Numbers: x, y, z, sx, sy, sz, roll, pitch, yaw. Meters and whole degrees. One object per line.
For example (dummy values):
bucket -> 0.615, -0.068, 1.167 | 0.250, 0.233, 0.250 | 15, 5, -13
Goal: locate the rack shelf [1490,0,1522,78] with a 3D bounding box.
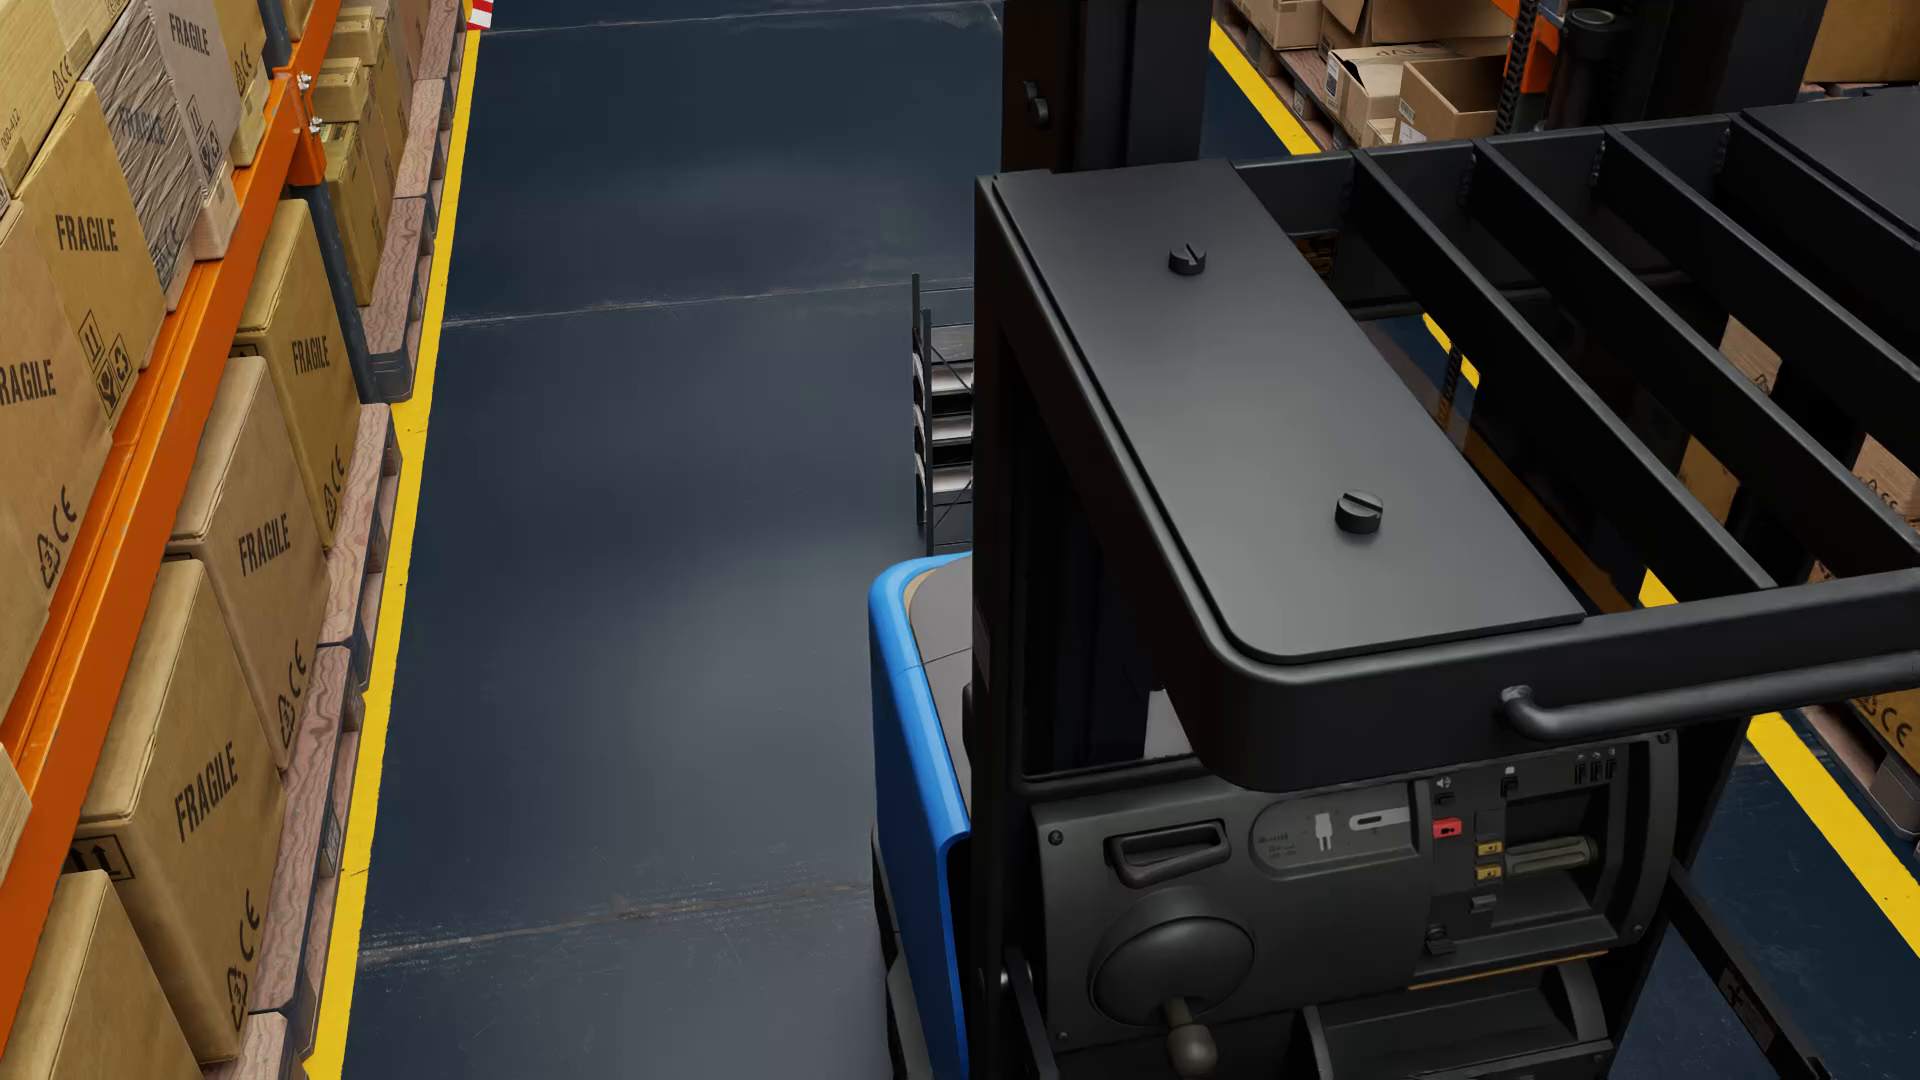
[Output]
rack shelf -> 2.048, -2.973, 7.218 | 1.077, 0.370, 4.000 | -6, 38, -8

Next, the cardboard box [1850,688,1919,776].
cardboard box -> 2.614, 0.328, 4.061 | 0.500, 0.500, 0.500 | -8, 38, -10

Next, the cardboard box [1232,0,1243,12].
cardboard box -> 1.601, -2.892, 8.410 | 0.500, 0.250, 0.500 | -6, 38, -8

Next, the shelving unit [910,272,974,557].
shelving unit -> -0.001, -0.360, 4.980 | 0.258, 0.900, 0.210 | -6, 38, -8

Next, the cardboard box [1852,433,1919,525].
cardboard box -> 2.507, -0.306, 4.267 | 0.500, 0.250, 0.500 | -7, 38, -9

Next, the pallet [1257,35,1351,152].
pallet -> 2.062, -2.101, 7.782 | 1.003, 0.211, 1.213 | -6, 38, -8

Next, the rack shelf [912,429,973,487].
rack shelf -> -0.001, -0.263, 5.056 | 0.258, 0.077, 0.200 | -6, 38, -8

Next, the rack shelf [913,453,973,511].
rack shelf -> -0.001, -0.192, 5.111 | 0.258, 0.077, 0.200 | -6, 38, -8

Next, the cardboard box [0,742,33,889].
cardboard box -> -1.605, 0.447, 2.418 | 0.380, 0.149, 0.250 | -5, 38, -7

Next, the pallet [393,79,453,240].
pallet -> -2.751, -1.619, 7.162 | 1.003, 0.211, 1.213 | -6, 38, -8

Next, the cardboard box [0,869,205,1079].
cardboard box -> -1.776, 1.127, 2.764 | 0.750, 0.750, 0.750 | -7, 38, -9

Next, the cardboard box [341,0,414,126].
cardboard box -> -2.781, -2.091, 7.191 | 0.700, 0.500, 0.500 | -7, 38, -9

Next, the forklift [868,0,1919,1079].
forklift -> 0.609, 0.559, 2.142 | 1.130, 2.935, 3.031 | -8, 38, -10

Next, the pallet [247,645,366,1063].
pallet -> -2.051, 0.784, 4.069 | 1.003, 0.211, 1.213 | -6, 38, -8

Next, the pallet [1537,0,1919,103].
pallet -> 2.431, -1.479, 4.865 | 1.003, 0.211, 1.213 | -6, 38, -8

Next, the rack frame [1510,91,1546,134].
rack frame -> 2.399, -2.049, 5.442 | 1.000, 3.000, 0.127 | -6, 38, -8

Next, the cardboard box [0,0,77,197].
cardboard box -> -1.884, -0.795, 2.876 | 0.500, 0.250, 0.500 | -7, 38, -9

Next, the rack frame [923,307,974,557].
rack frame -> 0.016, -0.299, 4.901 | 0.240, 0.900, 0.006 | -6, 38, -8

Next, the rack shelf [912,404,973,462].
rack shelf -> -0.001, -0.334, 5.001 | 0.258, 0.077, 0.200 | -6, 38, -8

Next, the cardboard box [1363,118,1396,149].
cardboard box -> 1.895, -1.630, 6.869 | 0.380, 0.149, 0.250 | -6, 38, -8

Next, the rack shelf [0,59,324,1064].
rack shelf -> -2.127, -0.022, 3.419 | 1.077, 0.370, 4.000 | -6, 38, -8

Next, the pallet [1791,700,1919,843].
pallet -> 2.796, 0.278, 4.720 | 1.003, 0.211, 1.213 | -6, 38, -8

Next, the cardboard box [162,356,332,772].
cardboard box -> -2.077, 0.084, 4.106 | 0.750, 0.750, 0.750 | -5, 38, -7

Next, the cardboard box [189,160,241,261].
cardboard box -> -1.967, -0.784, 4.003 | 0.380, 0.149, 0.250 | -6, 38, -8

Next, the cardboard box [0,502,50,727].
cardboard box -> -1.692, 0.099, 2.337 | 0.500, 0.500, 0.500 | -5, 38, -6

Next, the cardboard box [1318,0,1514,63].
cardboard box -> 2.064, -2.371, 7.533 | 0.797, 0.503, 0.637 | -6, 38, -8

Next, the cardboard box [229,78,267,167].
cardboard box -> -2.072, -1.099, 4.408 | 0.380, 0.149, 0.250 | -6, 38, -7

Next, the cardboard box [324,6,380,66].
cardboard box -> -2.480, -1.953, 6.485 | 0.380, 0.149, 0.250 | -7, 38, -9

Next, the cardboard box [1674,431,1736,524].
cardboard box -> 2.428, -0.293, 4.862 | 0.500, 0.500, 0.500 | -6, 38, -7

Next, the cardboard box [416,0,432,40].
cardboard box -> -2.958, -2.696, 7.971 | 0.700, 0.500, 0.500 | -6, 38, -8

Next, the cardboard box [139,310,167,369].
cardboard box -> -1.960, -0.477, 3.607 | 0.380, 0.149, 0.250 | -7, 38, -9

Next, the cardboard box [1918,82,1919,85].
cardboard box -> 2.769, -1.194, 3.918 | 0.700, 0.500, 0.500 | -16, 41, -19

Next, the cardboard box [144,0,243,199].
cardboard box -> -2.049, -1.120, 3.906 | 0.500, 0.500, 0.500 | -6, 38, -8

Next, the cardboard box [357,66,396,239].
cardboard box -> -2.593, -1.459, 6.378 | 0.700, 0.500, 0.500 | -7, 38, -8

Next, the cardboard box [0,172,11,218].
cardboard box -> -1.789, -0.487, 2.480 | 0.500, 0.250, 0.500 | -6, 38, -8

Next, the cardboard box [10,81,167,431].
cardboard box -> -1.877, -0.514, 3.127 | 0.500, 0.500, 0.500 | -5, 38, -7

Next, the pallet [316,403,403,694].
pallet -> -2.268, 0.045, 5.020 | 1.003, 0.211, 1.213 | -6, 38, -8

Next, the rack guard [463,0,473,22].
rack guard -> -3.183, -2.957, 8.649 | 1.175, 0.500, 0.348 | -6, 38, -8
